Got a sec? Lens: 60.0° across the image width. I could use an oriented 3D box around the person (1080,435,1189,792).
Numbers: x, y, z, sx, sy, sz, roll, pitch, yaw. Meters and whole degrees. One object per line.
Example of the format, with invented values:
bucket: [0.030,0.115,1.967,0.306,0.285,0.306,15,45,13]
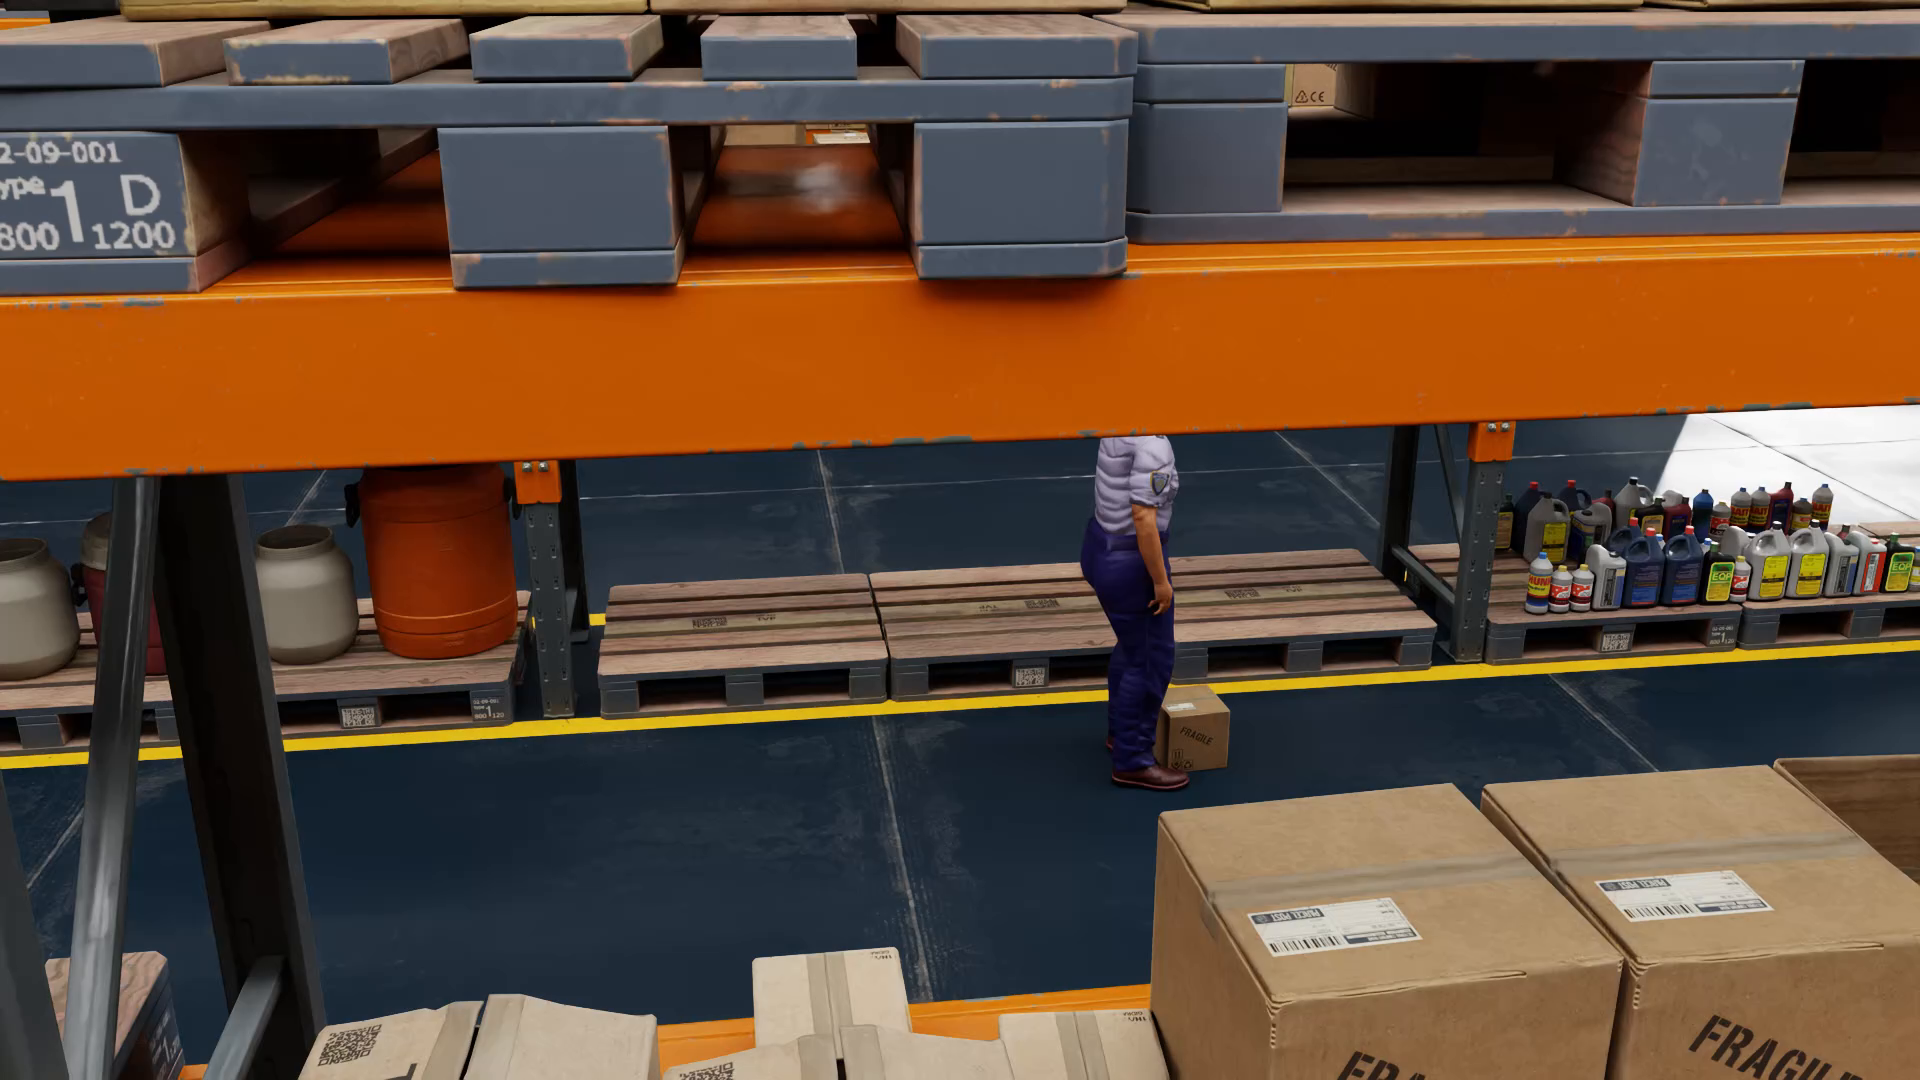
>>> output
person: [0.693,0.100,6.316,0.426,1.651,0.559,-4,21,-11]
